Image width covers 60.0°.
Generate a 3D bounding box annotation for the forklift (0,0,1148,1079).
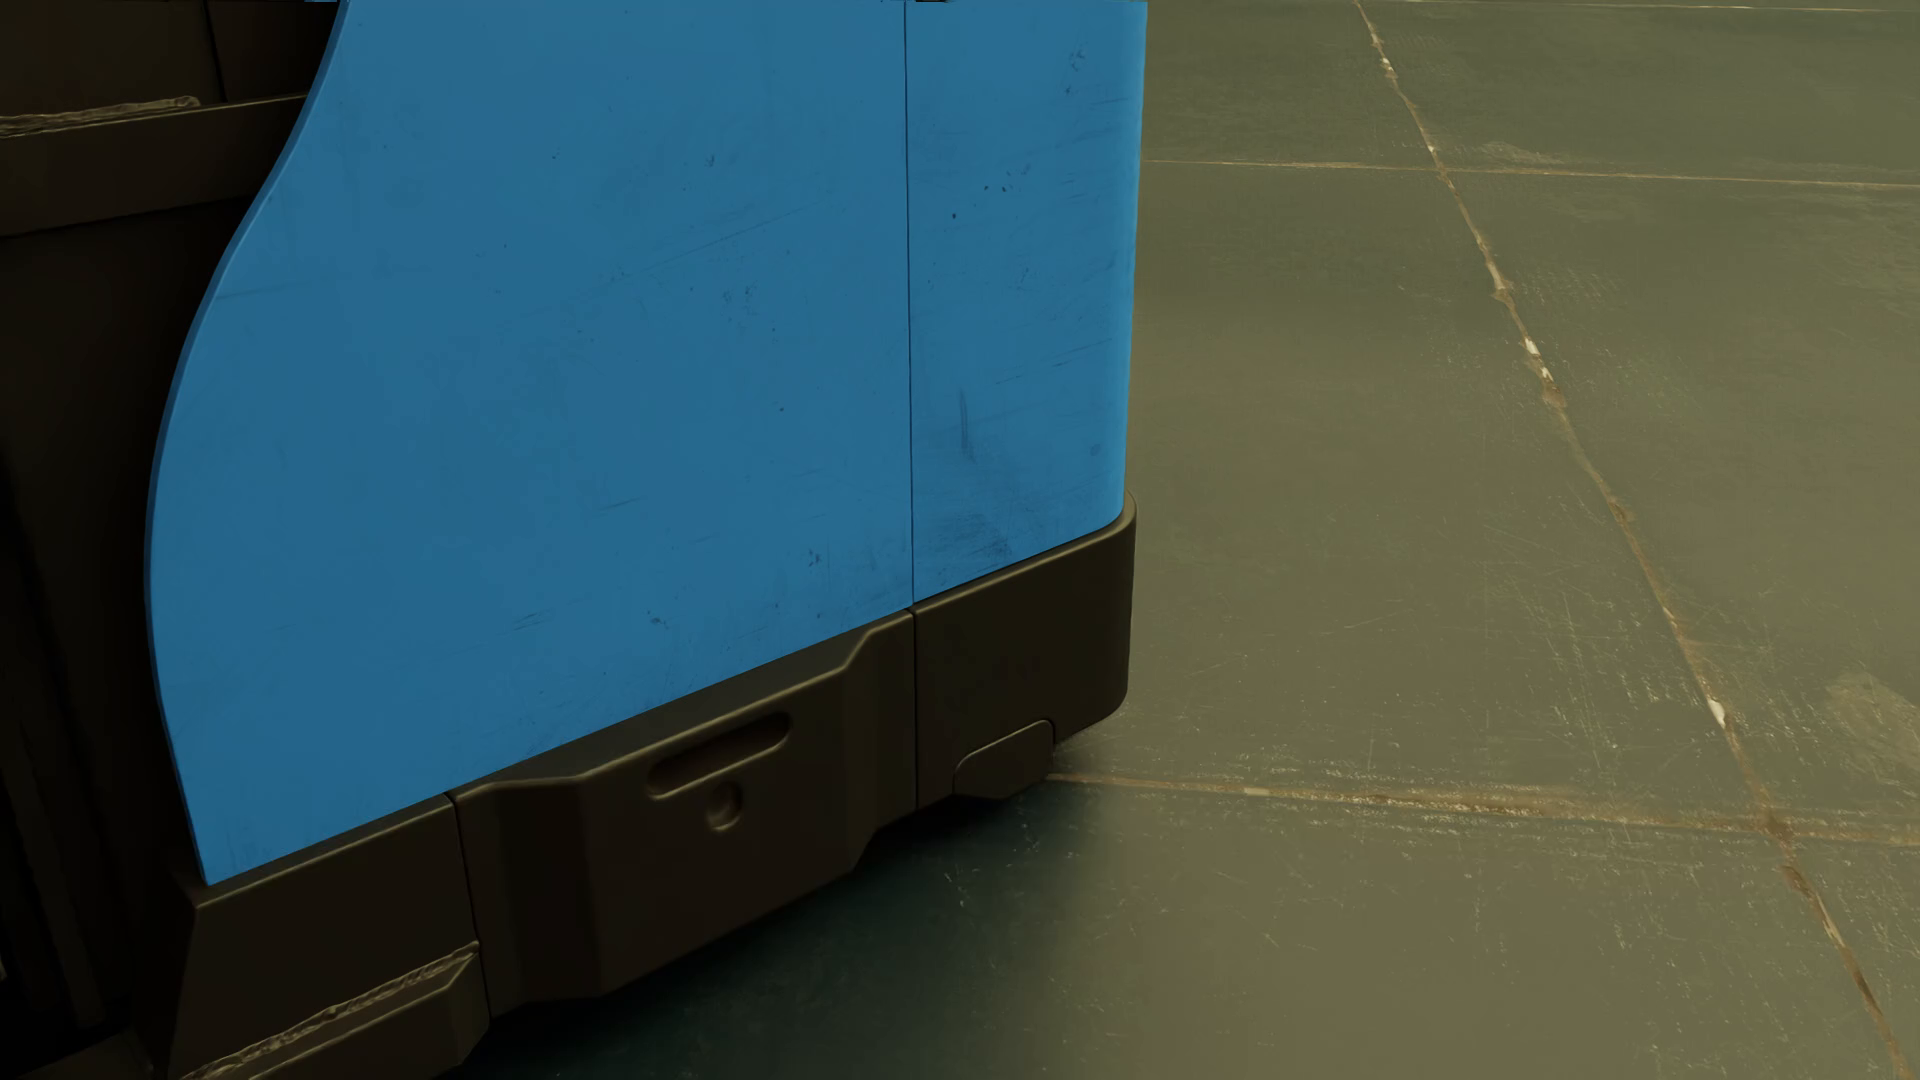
[{"bbox_3d":[-1.251,-0.811,0.841,3.031,2.935,1.130,-21,33,-35],"label":"forklift"}]
